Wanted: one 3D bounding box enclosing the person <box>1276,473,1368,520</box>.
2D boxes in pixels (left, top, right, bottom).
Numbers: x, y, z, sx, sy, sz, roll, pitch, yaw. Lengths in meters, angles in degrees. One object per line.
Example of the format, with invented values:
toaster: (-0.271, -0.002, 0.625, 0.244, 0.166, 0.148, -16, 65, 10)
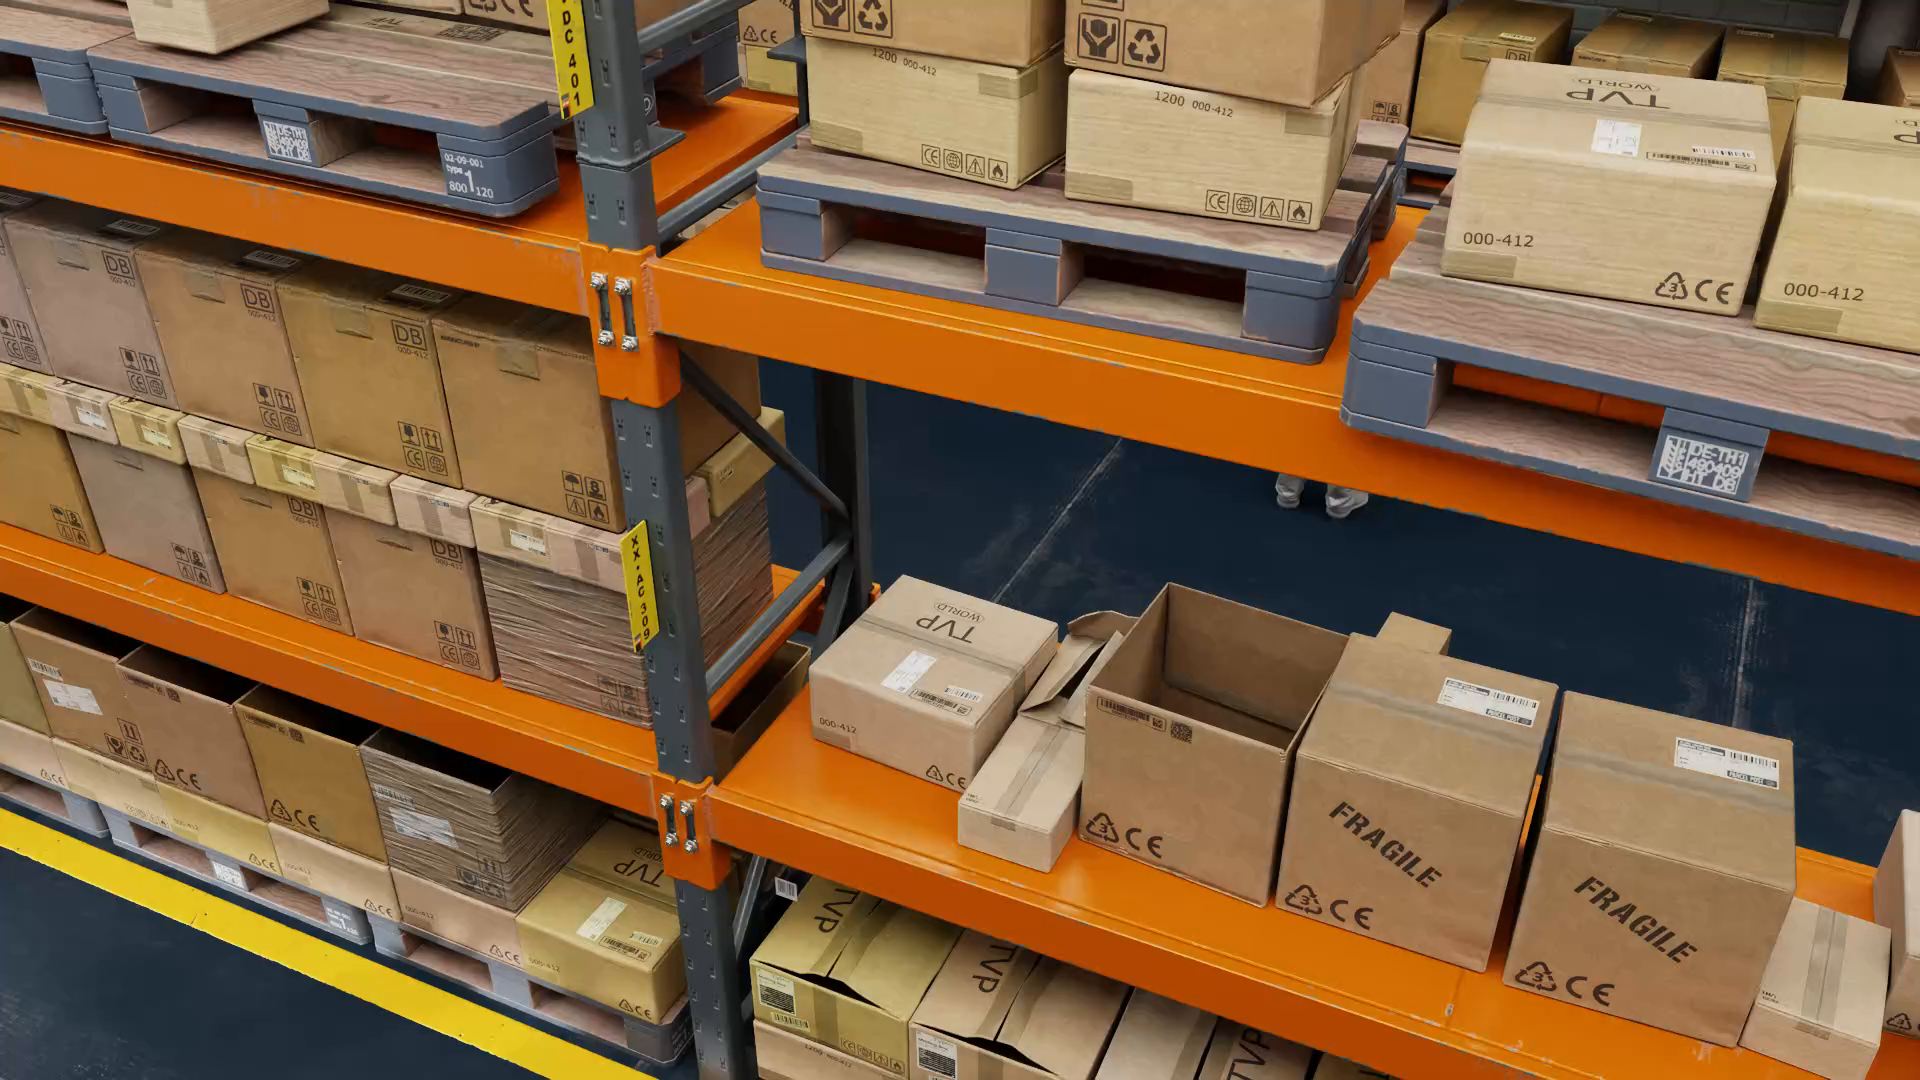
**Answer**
person: (1.693, -0.920, 7.506, 0.569, 1.771, 0.377, 14, 36, 20)
